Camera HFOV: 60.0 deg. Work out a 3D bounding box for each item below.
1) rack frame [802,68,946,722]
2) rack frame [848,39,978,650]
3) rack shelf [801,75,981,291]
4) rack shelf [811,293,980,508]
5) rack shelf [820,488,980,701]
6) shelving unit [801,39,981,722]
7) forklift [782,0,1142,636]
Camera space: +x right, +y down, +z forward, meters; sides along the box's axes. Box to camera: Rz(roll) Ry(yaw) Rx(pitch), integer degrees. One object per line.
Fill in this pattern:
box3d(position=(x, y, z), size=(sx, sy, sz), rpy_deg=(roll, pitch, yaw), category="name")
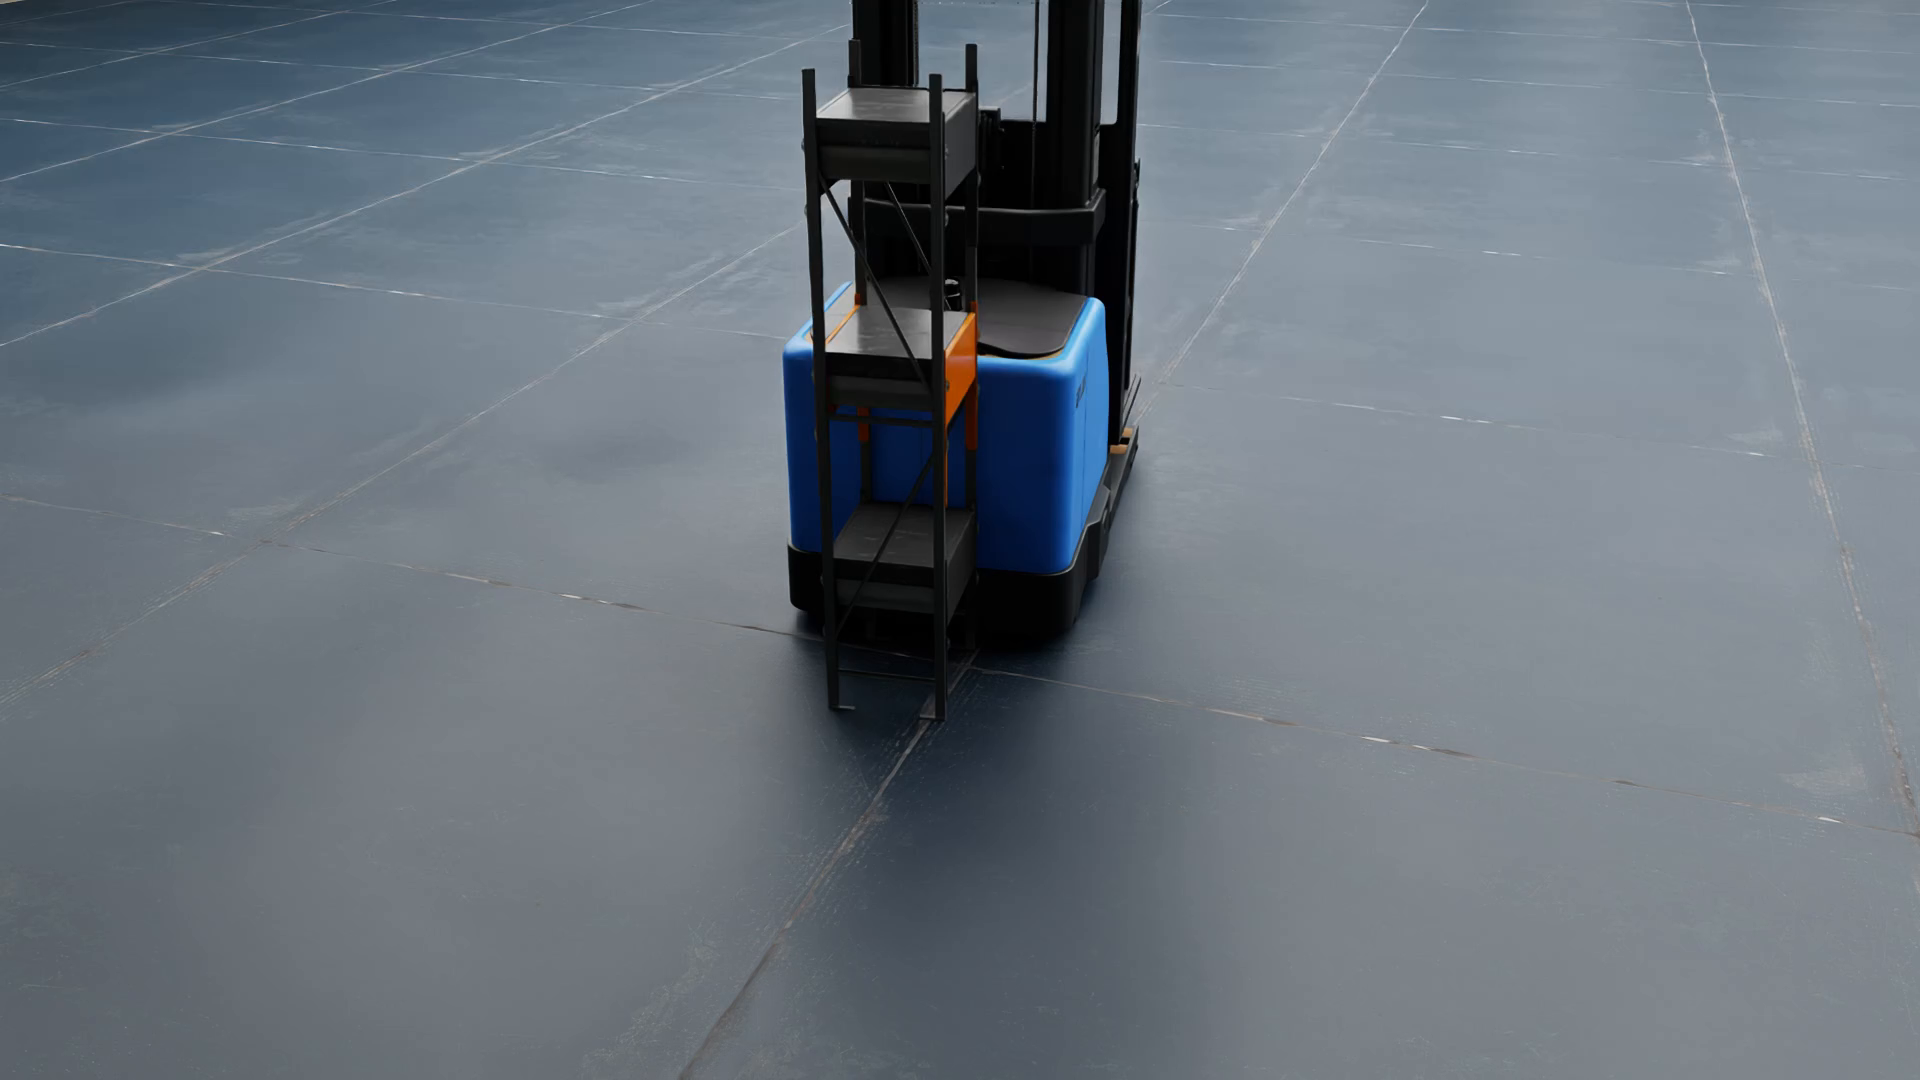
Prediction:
box3d(position=(-0.244, -0.360, 5.084), size=(0.400, 2.100, 0.015), rpy_deg=(5, 27, 11), category="rack frame")
box3d(position=(-0.143, -0.570, 5.512), size=(0.400, 2.100, 0.015), rpy_deg=(5, 27, 11), category="rack frame")
box3d(position=(-0.194, -1.081, 4.995), size=(0.431, 0.518, 0.480), rpy_deg=(5, 27, 11), category="rack shelf")
box3d(position=(-0.194, -0.453, 5.304), size=(0.431, 0.518, 0.480), rpy_deg=(5, 27, 11), category="rack shelf")
box3d(position=(-0.193, 0.175, 5.613), size=(0.431, 0.518, 0.480), rpy_deg=(5, 27, 11), category="rack shelf")
box3d(position=(-0.194, -0.465, 5.298), size=(0.431, 2.100, 0.503), rpy_deg=(5, 27, 11), category="shelving unit")
box3d(position=(0.187, -1.599, 6.689), size=(1.130, 2.935, 3.031), rpy_deg=(5, 26, 11), category="forklift")
